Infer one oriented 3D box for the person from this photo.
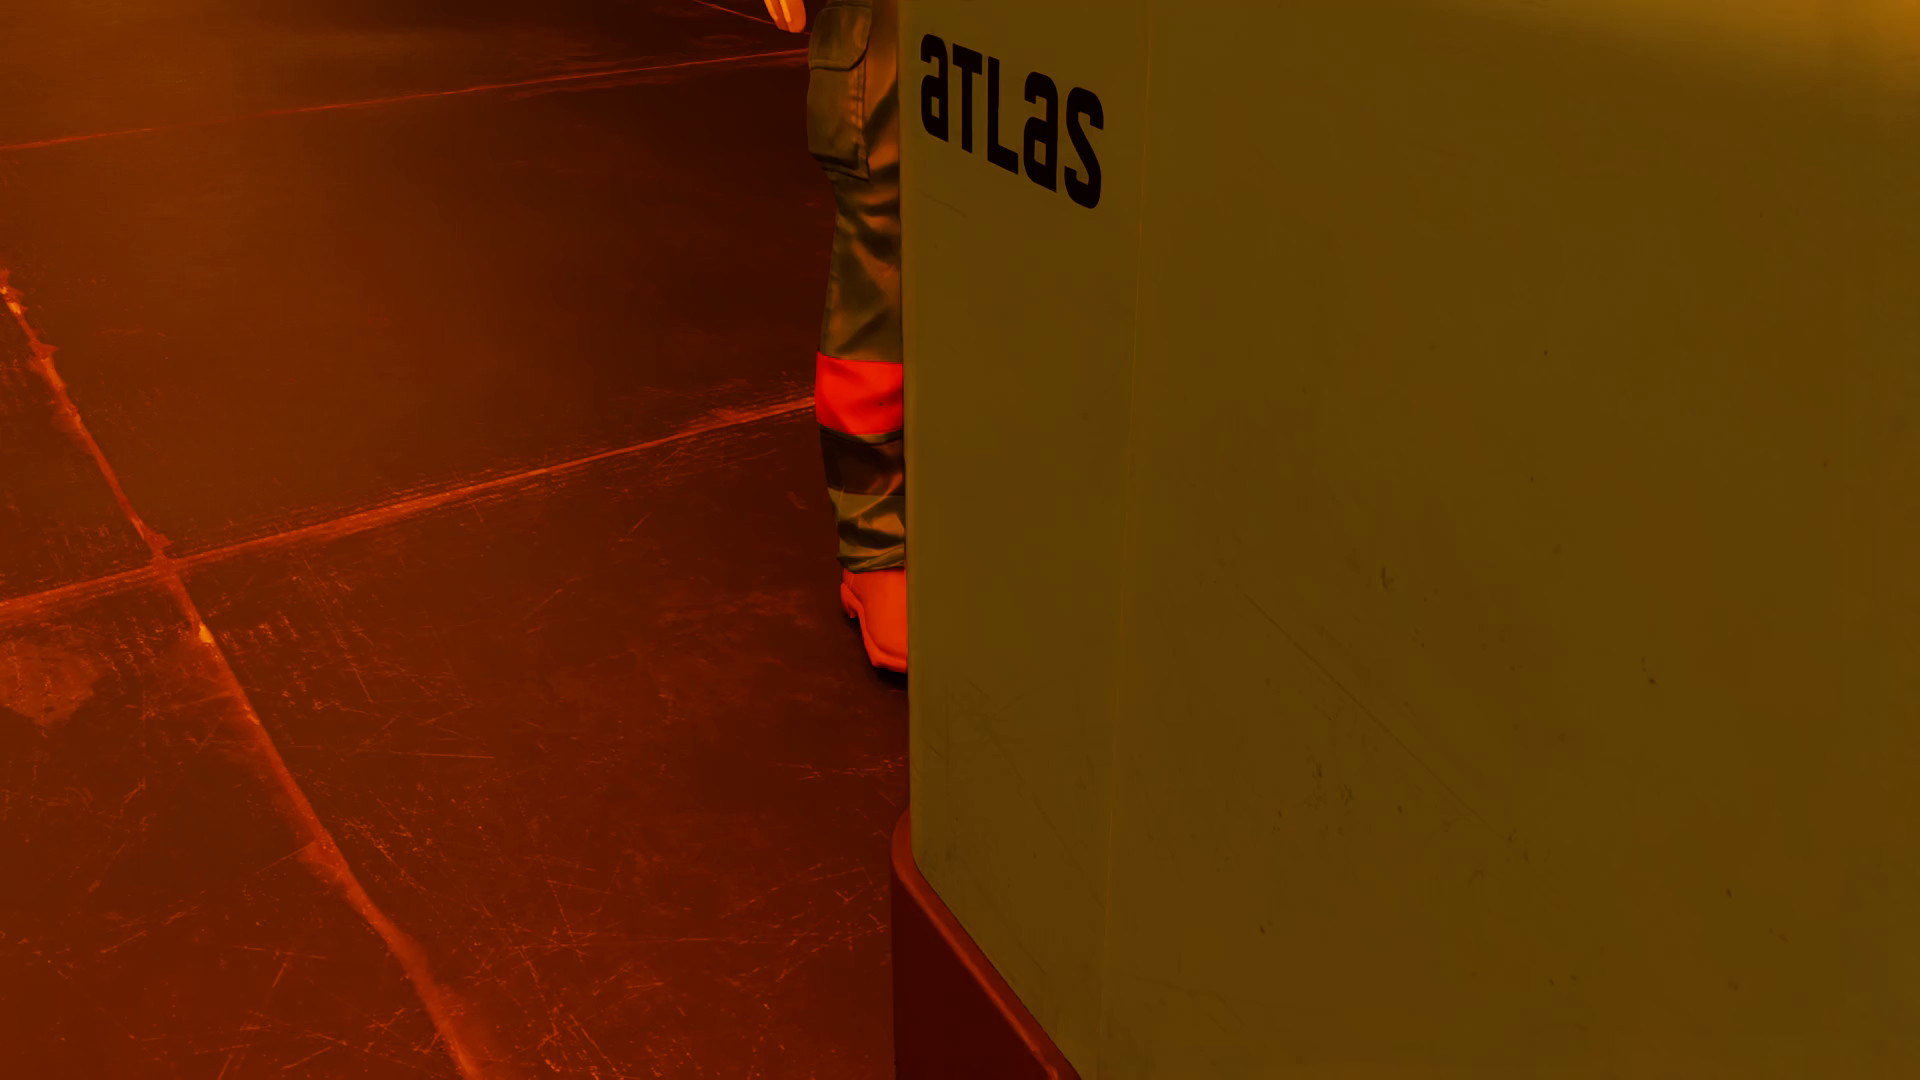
[{"bbox_3d":[0.036,-0.773,2.030,0.637,1.790,0.562,-17,31,-31],"label":"person"}]
